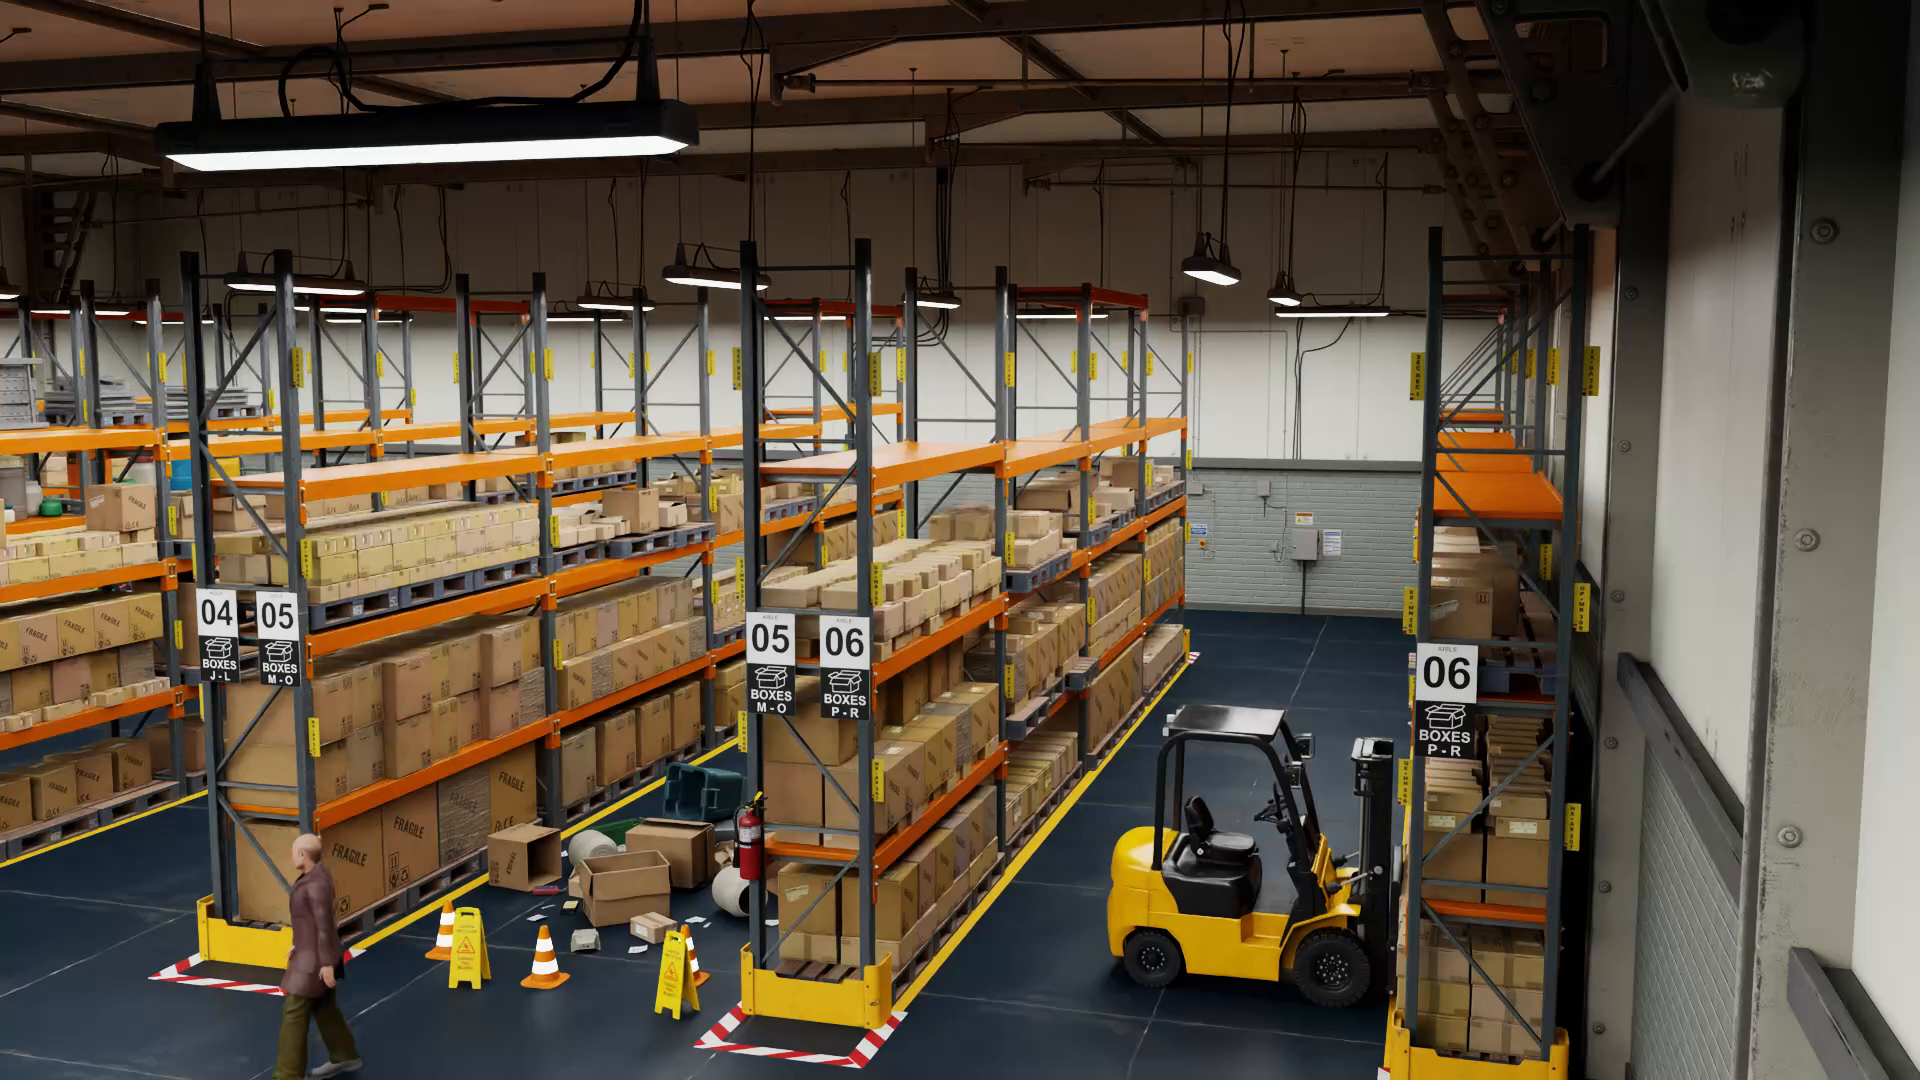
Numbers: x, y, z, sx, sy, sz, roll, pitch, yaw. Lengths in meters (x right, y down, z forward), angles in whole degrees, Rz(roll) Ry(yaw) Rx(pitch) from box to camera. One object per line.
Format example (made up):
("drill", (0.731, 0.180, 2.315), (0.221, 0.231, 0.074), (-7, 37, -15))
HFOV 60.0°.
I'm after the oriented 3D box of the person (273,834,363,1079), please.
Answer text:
("person", (-4.630, 2.984, 11.776), (0.686, 1.807, 0.670), (-2, 7, -16))
